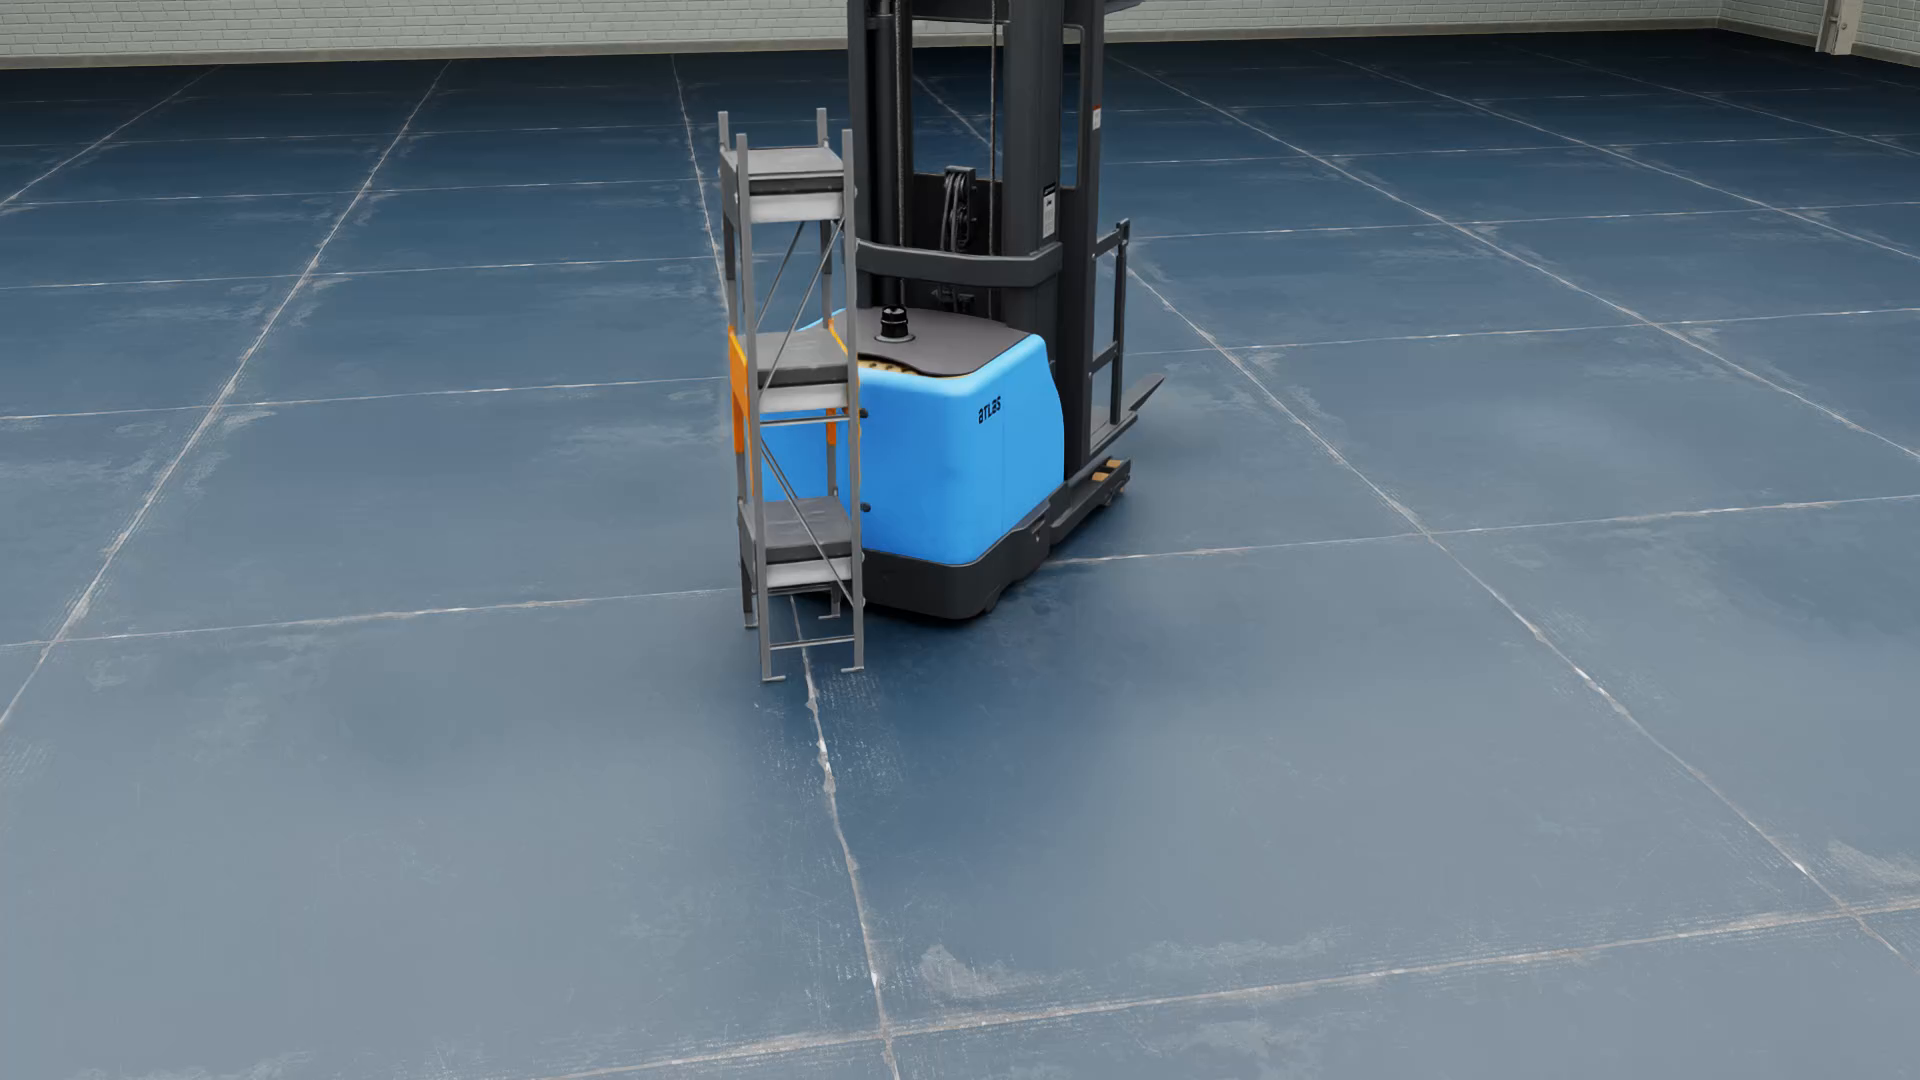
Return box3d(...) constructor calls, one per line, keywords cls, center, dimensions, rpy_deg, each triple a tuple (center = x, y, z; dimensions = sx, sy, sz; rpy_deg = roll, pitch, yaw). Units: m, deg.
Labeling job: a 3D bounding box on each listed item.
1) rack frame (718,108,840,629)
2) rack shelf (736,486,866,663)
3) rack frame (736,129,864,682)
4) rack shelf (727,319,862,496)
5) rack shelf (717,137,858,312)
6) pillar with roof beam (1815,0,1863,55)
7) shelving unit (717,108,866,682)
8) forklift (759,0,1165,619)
box3d(cls="rack frame", center=(-0.695, -0.620, 6.542), dimensions=(0.400, 2.100, 0.015), rpy_deg=(-6, 24, -14))
box3d(cls="rack shelf", center=(-0.636, 0.129, 6.606), dimensions=(0.431, 0.518, 0.480), rpy_deg=(-6, 24, -14))
box3d(cls="rack frame", center=(-0.571, -0.433, 6.109), dimensions=(0.400, 2.100, 0.015), rpy_deg=(-6, 24, -14))
box3d(cls="rack shelf", center=(-0.633, -0.514, 6.331), dimensions=(0.431, 0.518, 0.480), rpy_deg=(-6, 24, -14))
box3d(cls="rack shelf", center=(-0.630, -1.157, 6.055), dimensions=(0.431, 0.518, 0.480), rpy_deg=(-6, 24, -14))
box3d(cls="pillar with roof beam", center=(8.145, -10.710, 21.029), dimensions=(9.100, 9.000, 0.400), rpy_deg=(-4, 24, -10))
box3d(cls="shelving unit", center=(-0.633, -0.527, 6.325), dimensions=(0.431, 2.100, 0.503), rpy_deg=(-6, 24, -14))
box3d(cls="forklift", center=(0.202, -1.575, 7.694), dimensions=(1.130, 2.935, 3.031), rpy_deg=(11, 26, 23))
